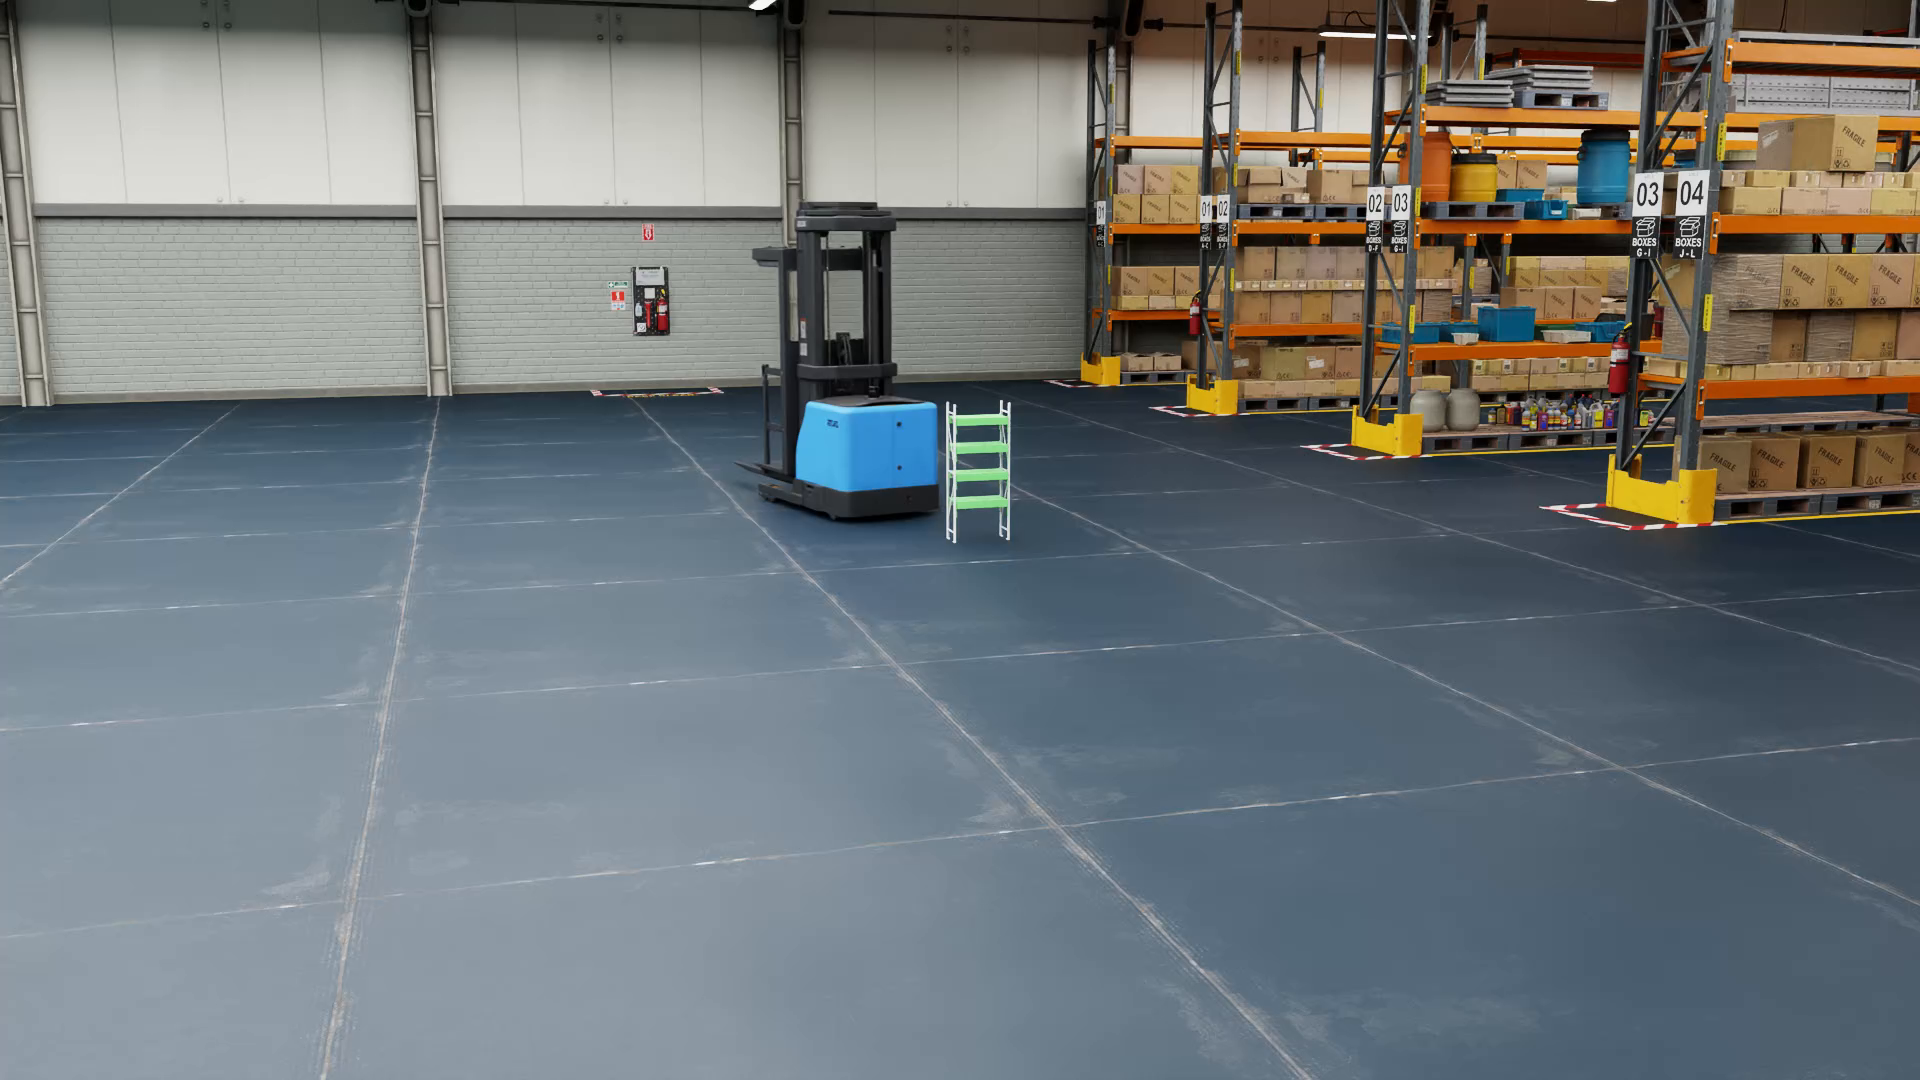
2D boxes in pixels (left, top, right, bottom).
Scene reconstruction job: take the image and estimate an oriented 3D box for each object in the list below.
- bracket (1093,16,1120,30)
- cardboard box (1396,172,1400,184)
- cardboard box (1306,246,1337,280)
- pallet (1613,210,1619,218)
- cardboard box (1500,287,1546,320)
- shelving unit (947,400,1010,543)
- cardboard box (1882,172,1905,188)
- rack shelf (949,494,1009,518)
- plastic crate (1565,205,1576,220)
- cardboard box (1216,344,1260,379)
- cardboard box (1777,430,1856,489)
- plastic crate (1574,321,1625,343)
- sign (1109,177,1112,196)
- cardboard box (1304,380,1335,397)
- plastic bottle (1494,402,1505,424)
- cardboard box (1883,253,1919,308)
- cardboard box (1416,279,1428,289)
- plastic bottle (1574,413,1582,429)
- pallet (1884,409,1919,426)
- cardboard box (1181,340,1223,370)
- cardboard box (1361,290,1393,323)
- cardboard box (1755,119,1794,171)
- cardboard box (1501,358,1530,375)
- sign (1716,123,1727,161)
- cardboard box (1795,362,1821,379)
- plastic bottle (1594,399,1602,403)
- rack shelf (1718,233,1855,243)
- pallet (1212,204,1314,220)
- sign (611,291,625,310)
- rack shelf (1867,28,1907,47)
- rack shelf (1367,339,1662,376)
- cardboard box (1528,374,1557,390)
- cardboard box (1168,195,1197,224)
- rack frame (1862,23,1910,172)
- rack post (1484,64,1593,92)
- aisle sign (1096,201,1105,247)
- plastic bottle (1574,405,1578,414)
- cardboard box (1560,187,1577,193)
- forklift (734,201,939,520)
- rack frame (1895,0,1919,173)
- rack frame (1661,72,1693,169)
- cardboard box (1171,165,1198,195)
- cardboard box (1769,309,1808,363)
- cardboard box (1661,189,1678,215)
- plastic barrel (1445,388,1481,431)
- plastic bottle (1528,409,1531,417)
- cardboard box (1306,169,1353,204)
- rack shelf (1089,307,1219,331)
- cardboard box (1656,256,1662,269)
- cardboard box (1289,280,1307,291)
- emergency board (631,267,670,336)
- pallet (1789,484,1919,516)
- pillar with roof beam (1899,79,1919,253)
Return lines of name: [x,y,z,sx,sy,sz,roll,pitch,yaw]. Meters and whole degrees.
bracket: [2.583,-9.131,29.347,0.430,0.232,0.235,-3,11,-16]
cardboard box: [7.123,-5.468,25.858,0.500,0.500,0.500,-2,11,-11]
cardboard box: [5.330,-4.210,25.272,0.500,0.500,0.700,-3,11,-16]
pallet: [9.822,-5.126,26.343,1.213,0.211,1.003,-2,11,-13]
cardboard box: [8.929,-3.760,26.410,0.500,0.500,0.500,-2,11,-12]
shelving unit: [0.159,-0.598,14.483,0.503,1.200,0.258,-3,11,-16]
cardboard box: [8.667,-3.391,15.709,0.250,0.149,0.380,-3,11,-18]
rack shelf: [0.159,-0.300,14.538,0.480,0.148,0.258,-3,11,-16]
plastic crate: [7.471,-4.125,20.971,0.450,0.188,0.336,-3,11,-16]
cardboard box: [4.272,-2.748,25.551,0.500,0.500,0.500,-3,11,-16]
cardboard box: [8.380,-0.794,16.319,0.500,0.500,0.500,-2,11,-11]
plastic crate: [8.075,-2.611,20.853,0.616,0.251,0.499,-3,11,-16]
sign: [2.604,-6.118,28.793,0.005,0.325,0.100,-3,11,-16]
cardboard box: [5.377,-2.340,25.405,0.500,0.250,0.500,-3,11,-16]
plastic bottle: [6.969,-1.643,21.475,0.133,0.283,0.061,-3,11,-15]
cardboard box: [9.131,-2.492,15.938,0.500,0.500,0.500,-3,11,-16]
cardboard box: [6.991,-3.940,25.593,0.250,0.149,0.380,-3,11,-18]
plastic bottle: [7.767,-1.500,20.924,0.097,0.201,0.097,0,10,0]
pallet: [13.648,-1.665,23.008,1.213,0.211,1.003,-3,11,-16]
cardboard box: [4.407,-3.370,30.259,0.500,0.500,0.700,-4,11,-20]
cardboard box: [6.269,-3.621,25.656,0.500,0.500,0.700,-3,11,-15]
cardboard box: [8.023,-3.762,15.936,0.500,0.500,0.500,-3,11,-16]
cardboard box: [8.629,-2.780,26.250,0.500,0.311,0.500,-3,11,-17]
sign: [6.757,-3.534,14.761,0.005,0.325,0.100,-3,11,-16]
cardboard box: [7.912,-1.620,15.755,0.250,0.149,0.380,-3,11,-16]
plastic bottle: [8.330,-1.703,21.819,0.135,0.276,0.152,-3,11,-14]
rack shelf: [15.894,-6.137,33.298,4.000,0.370,1.077,-3,11,-16]
pallet: [4.526,-4.909,24.885,1.213,0.211,1.003,-3,11,-16]
sign: [-5.822,-4.078,28.315,0.234,0.329,0.001,-3,11,-16]
rack shelf: [17.282,-8.385,28.049,4.000,0.370,1.077,-3,11,-16]
rack shelf: [7.141,-2.332,20.916,4.000,0.370,1.077,-3,11,-16]
cardboard box: [9.125,-2.532,26.451,0.500,0.250,0.500,-3,11,-18]
cardboard box: [3.866,-5.862,29.490,0.500,0.500,0.500,-2,11,-13]
rack frame: [15.362,-7.003,27.735,0.127,3.000,1.000,-3,11,-16]
rack post: [7.073,-5.601,20.327,0.954,0.300,0.937,-3,11,-17]
aisle sign: [2.467,-5.529,29.117,0.004,0.787,0.394,-3,11,-16]
plastic bottle: [7.842,-1.570,21.075,0.133,0.283,0.061,-3,11,-16]
cardboard box: [11.612,-6.549,32.057,0.500,0.500,0.700,-2,11,-13]
forklift: [-1.373,-1.853,16.517,1.130,2.935,3.031,-6,12,-30]
rack frame: [12.902,-5.940,21.957,0.127,3.000,1.000,-3,11,-16]
rack frame: [13.974,-7.864,32.411,0.127,3.000,1.000,-3,11,-16]
cardboard box: [3.874,-6.354,29.401,0.500,0.500,0.500,-3,11,-14]
cardboard box: [7.588,-1.988,15.964,0.500,0.500,0.875,-3,11,-16]
cardboard box: [6.997,-3.194,15.738,0.500,0.250,0.500,-3,11,-15]
plastic barrel: [6.313,-1.639,20.879,0.421,0.512,0.421,0,10,0]
plastic bottle: [7.298,-1.588,21.402,0.097,0.201,0.097,0,10,0]
cardboard box: [5.511,-5.282,24.846,0.500,0.500,0.500,-3,11,-16]
rack shelf: [4.372,-4.054,30.271,4.000,0.370,1.077,-3,11,-16]
cardboard box: [13.597,-5.420,32.479,0.500,0.250,0.500,-3,11,-15]
cardboard box: [5.013,-3.835,25.025,0.250,0.149,0.380,-3,11,-17]
emergency board: [-5.262,-4.070,28.372,0.643,1.169,0.194,-3,11,-16]
pallet: [8.638,-0.452,16.419,1.213,0.211,1.003,-3,11,-16]
pillar with roof beam: [21.368,-7.605,31.005,0.548,9.000,9.100,-3,11,-16]
